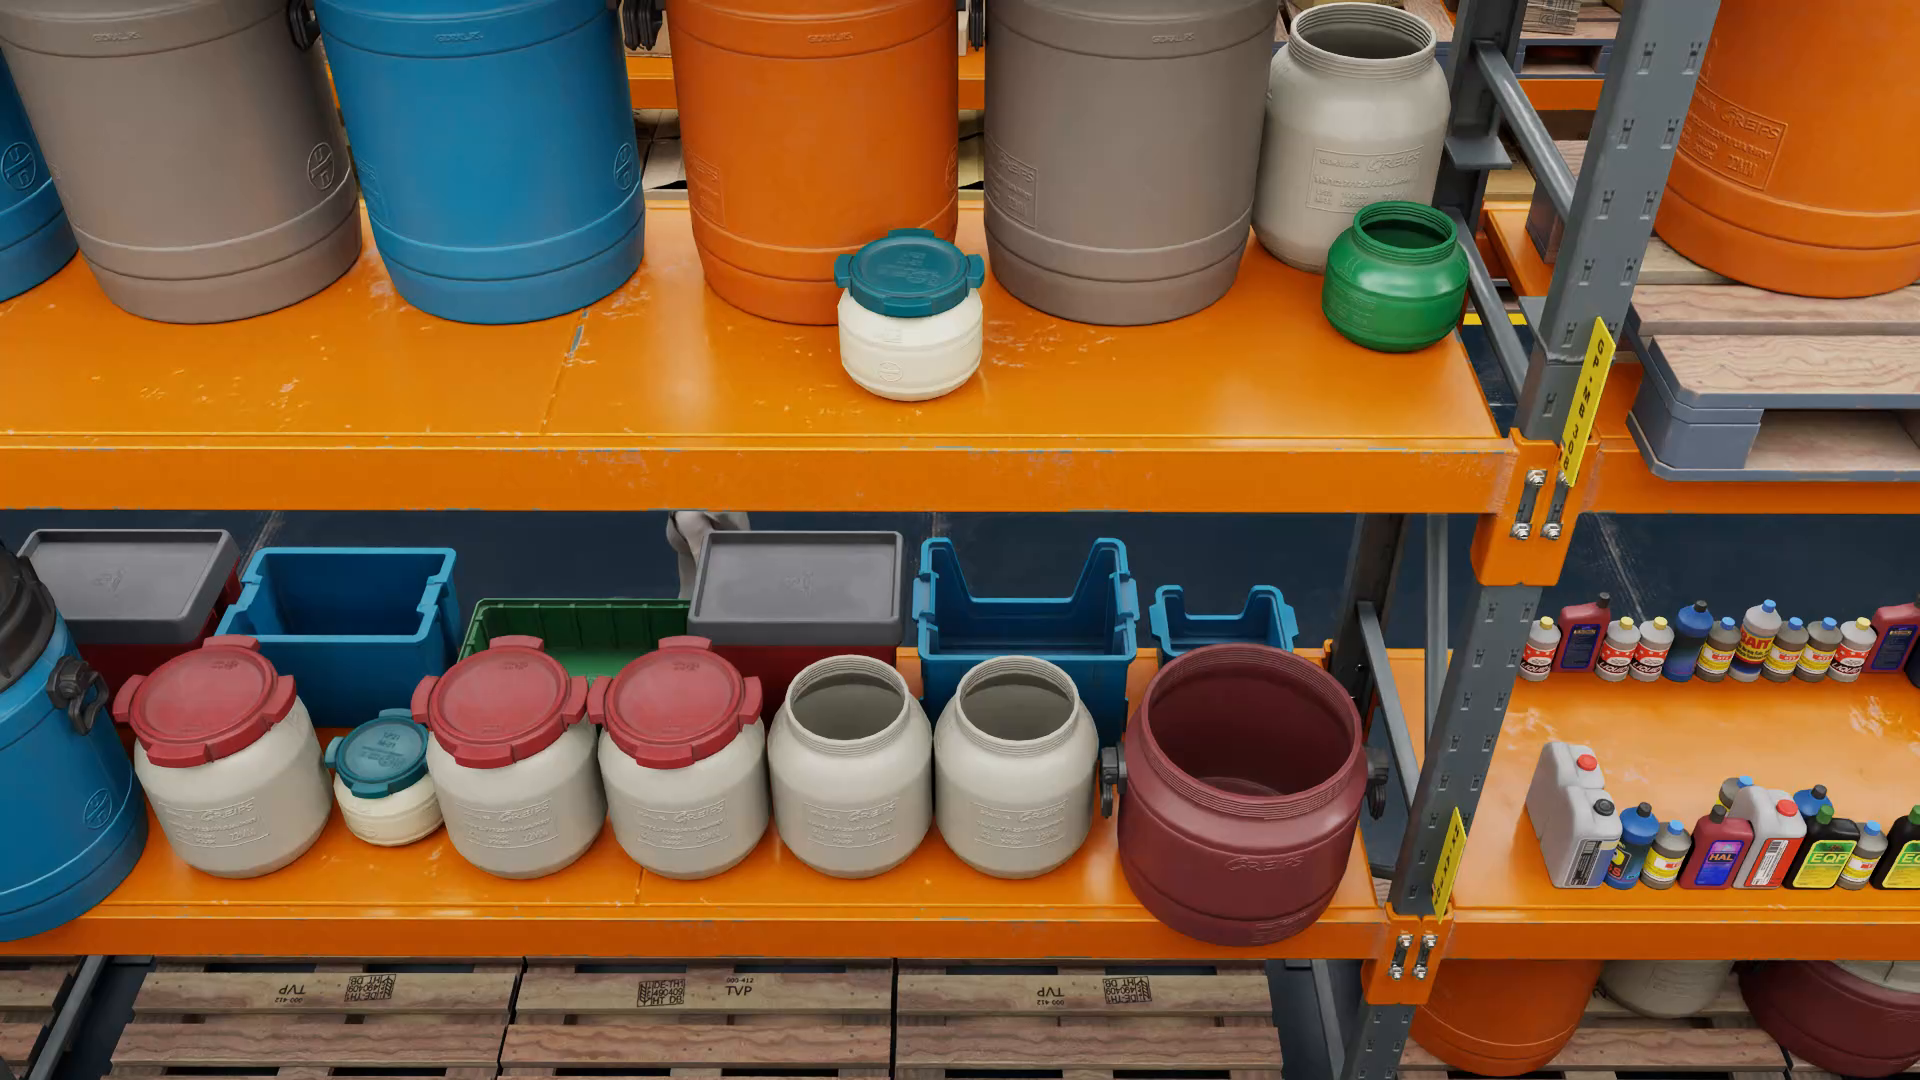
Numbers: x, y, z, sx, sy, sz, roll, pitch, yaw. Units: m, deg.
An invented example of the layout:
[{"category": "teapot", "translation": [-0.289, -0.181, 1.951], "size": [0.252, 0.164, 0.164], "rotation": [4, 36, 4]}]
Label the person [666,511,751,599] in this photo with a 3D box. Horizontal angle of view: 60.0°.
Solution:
[{"category": "person", "translation": [-0.890, 0.194, 5.937], "size": [0.347, 1.590, 0.467], "rotation": [-2, 40, -2]}]
